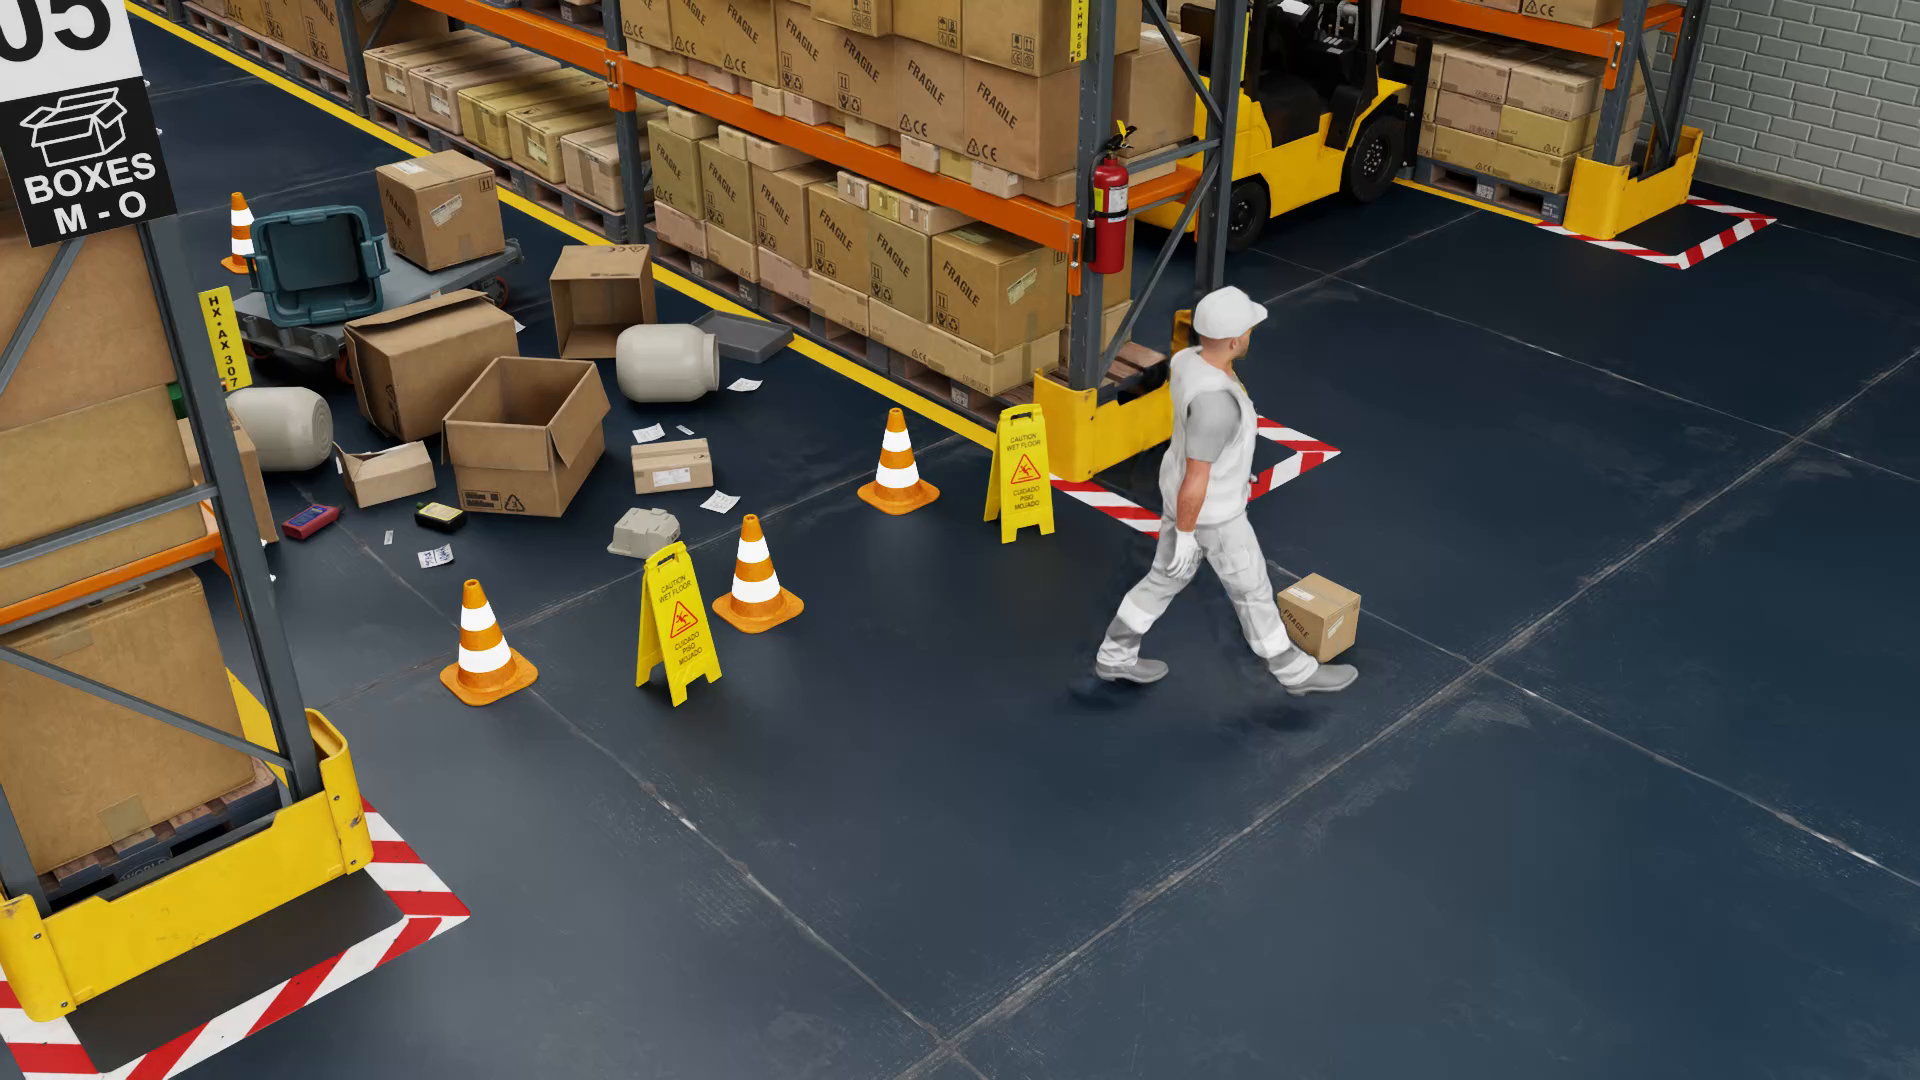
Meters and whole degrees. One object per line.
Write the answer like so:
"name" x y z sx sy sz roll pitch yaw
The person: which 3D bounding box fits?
"person" 1.070 -0.165 6.362 1.016 1.729 0.581 -4 32 -6
